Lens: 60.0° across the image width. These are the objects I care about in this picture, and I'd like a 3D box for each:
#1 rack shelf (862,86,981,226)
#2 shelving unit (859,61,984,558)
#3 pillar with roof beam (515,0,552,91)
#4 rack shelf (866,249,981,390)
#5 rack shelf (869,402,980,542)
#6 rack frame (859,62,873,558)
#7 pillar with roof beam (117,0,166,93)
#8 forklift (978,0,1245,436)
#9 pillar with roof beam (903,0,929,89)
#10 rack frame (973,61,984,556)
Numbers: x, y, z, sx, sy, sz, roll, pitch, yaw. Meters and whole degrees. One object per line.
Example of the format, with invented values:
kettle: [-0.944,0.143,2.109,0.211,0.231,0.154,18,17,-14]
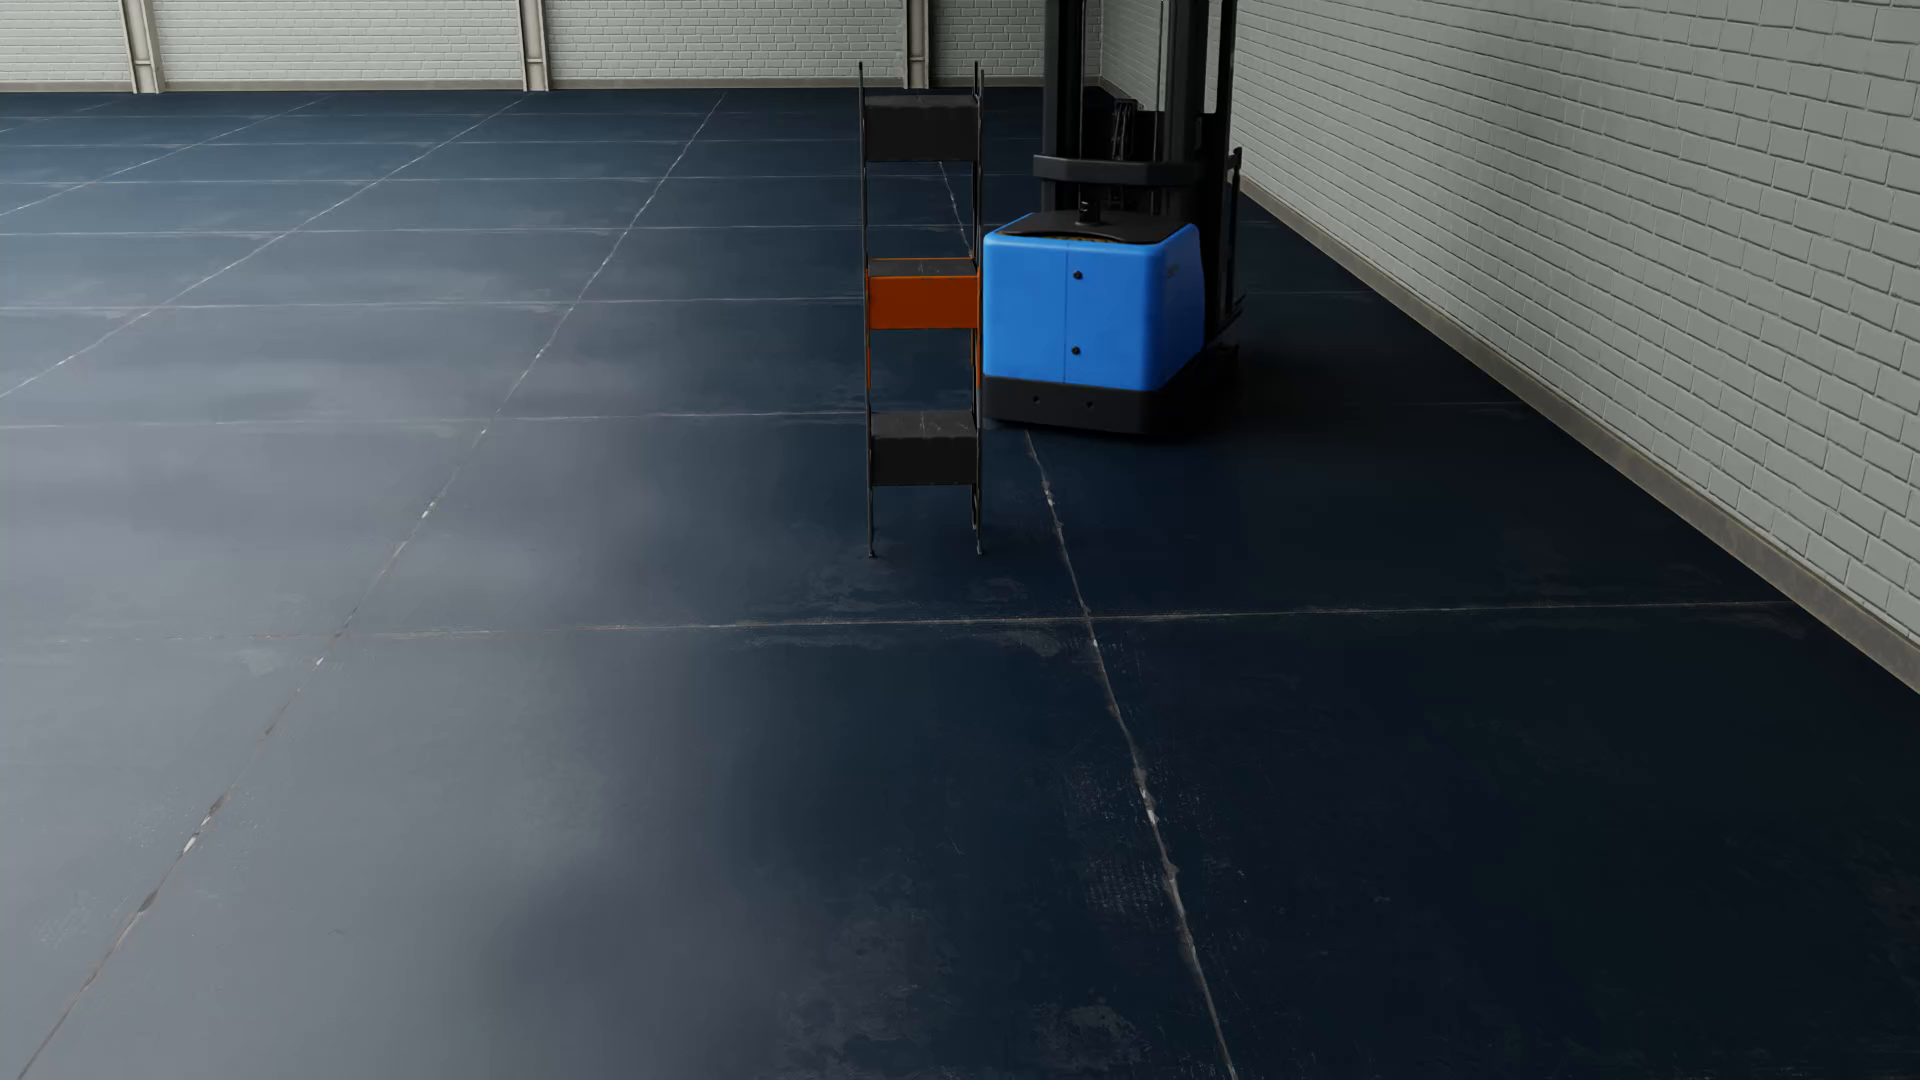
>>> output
rack shelf: [-0.165,-1.619,6.994,0.480,0.518,0.431,-1,21,-3]
shelving unit: [-0.165,-0.978,7.239,0.503,2.100,0.431,-1,21,-3]
pillar with roof beam: [-6.444,-9.809,20.738,0.400,9.000,9.100,-1,21,-3]
rack shelf: [-0.165,-0.965,7.243,0.480,0.518,0.431,-1,21,-3]
rack shelf: [-0.165,-0.311,7.492,0.480,0.518,0.431,-1,21,-3]
rack frame: [-0.409,-0.973,7.226,0.015,2.100,0.400,-1,21,-3]
pillar with roof beam: [-12.434,-9.687,20.418,0.400,9.000,9.100,-1,21,-3]
forklift: [1.100,-2.413,9.839,1.130,2.935,3.031,8,22,20]
pillar with roof beam: [-0.454,-9.931,21.058,0.400,9.000,9.100,-1,21,-3]
rack frame: [0.078,-0.983,7.252,0.015,2.100,0.400,-1,21,-3]
